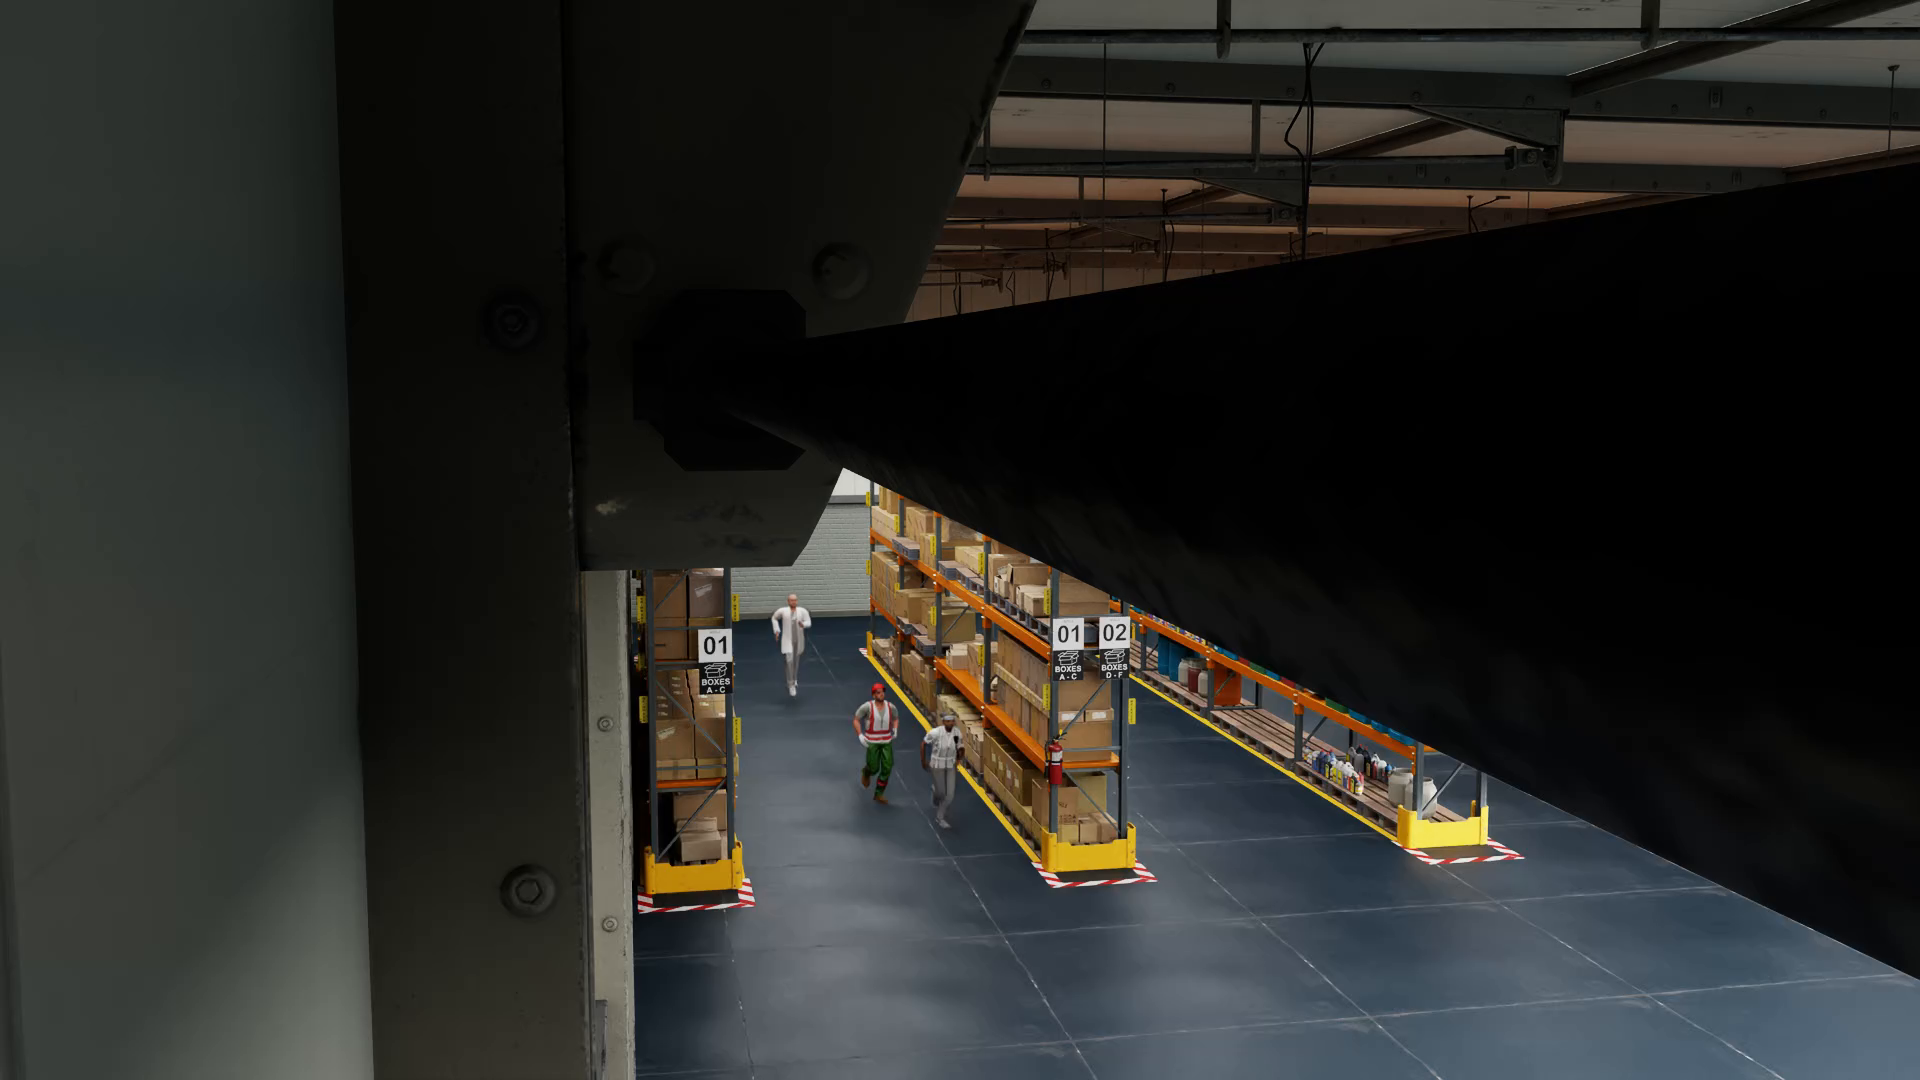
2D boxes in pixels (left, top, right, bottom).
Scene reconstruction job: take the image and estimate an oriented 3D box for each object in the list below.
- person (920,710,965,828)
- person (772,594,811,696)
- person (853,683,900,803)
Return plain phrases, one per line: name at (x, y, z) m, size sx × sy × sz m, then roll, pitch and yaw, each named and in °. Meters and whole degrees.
person at (-0.229, 3.138, 22.986) m, size 0.611 × 1.653 × 0.664 m, roll -2°, pitch 6°, yaw -17°
person at (-3.141, 1.938, 31.244) m, size 0.681 × 1.857 × 0.881 m, roll -2°, pitch 6°, yaw -21°
person at (-1.200, 2.944, 24.261) m, size 0.700 × 1.741 × 0.600 m, roll -2°, pitch 6°, yaw -21°
